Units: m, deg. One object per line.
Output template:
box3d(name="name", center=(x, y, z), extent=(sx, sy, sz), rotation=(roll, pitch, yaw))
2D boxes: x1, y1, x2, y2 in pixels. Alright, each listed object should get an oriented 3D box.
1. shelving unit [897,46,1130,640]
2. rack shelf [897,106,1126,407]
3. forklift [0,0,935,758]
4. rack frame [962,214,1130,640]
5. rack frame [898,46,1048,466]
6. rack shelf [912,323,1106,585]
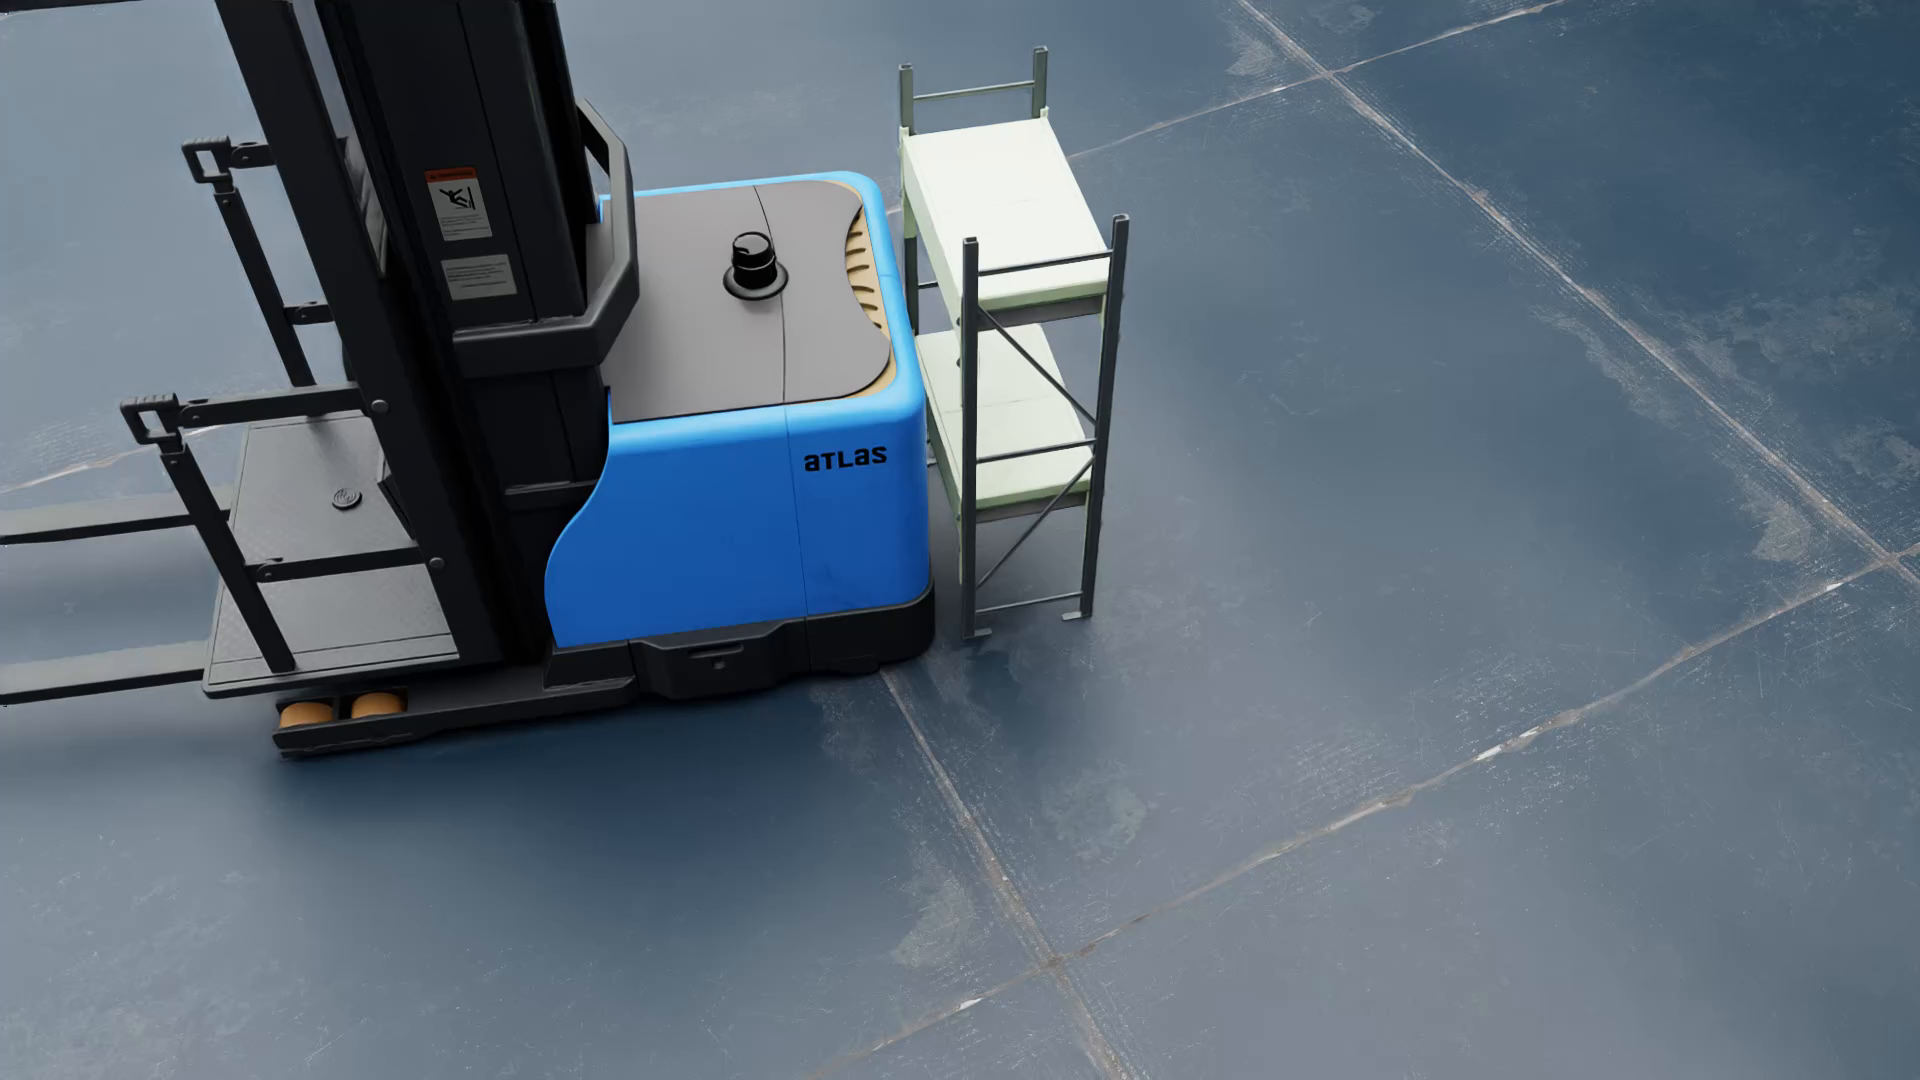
box3d(name="shelving unit", center=(0.119, -0.504, 4.694), extent=(0.431, 1.500, 0.755), rotation=(-10, 50, -9))
box3d(name="rack shelf", center=(0.119, -0.761, 4.401), extent=(0.431, 0.370, 0.720), rotation=(-10, 50, -9))
box3d(name="forklift", center=(-1.638, -0.786, 3.990), extent=(3.031, 2.935, 1.130), rotation=(-7, 49, -6))
box3d(name="rack frame", center=(0.203, -0.236, 4.460), extent=(0.400, 1.500, 0.023), rotation=(-10, 50, -9))
box3d(name="rack frame", center=(0.036, -0.772, 4.929), extent=(0.400, 1.500, 0.023), rotation=(-10, 50, -9))
box3d(name="rack shelf", center=(0.119, -0.289, 4.940), extent=(0.431, 0.370, 0.720), rotation=(-10, 50, -9))
